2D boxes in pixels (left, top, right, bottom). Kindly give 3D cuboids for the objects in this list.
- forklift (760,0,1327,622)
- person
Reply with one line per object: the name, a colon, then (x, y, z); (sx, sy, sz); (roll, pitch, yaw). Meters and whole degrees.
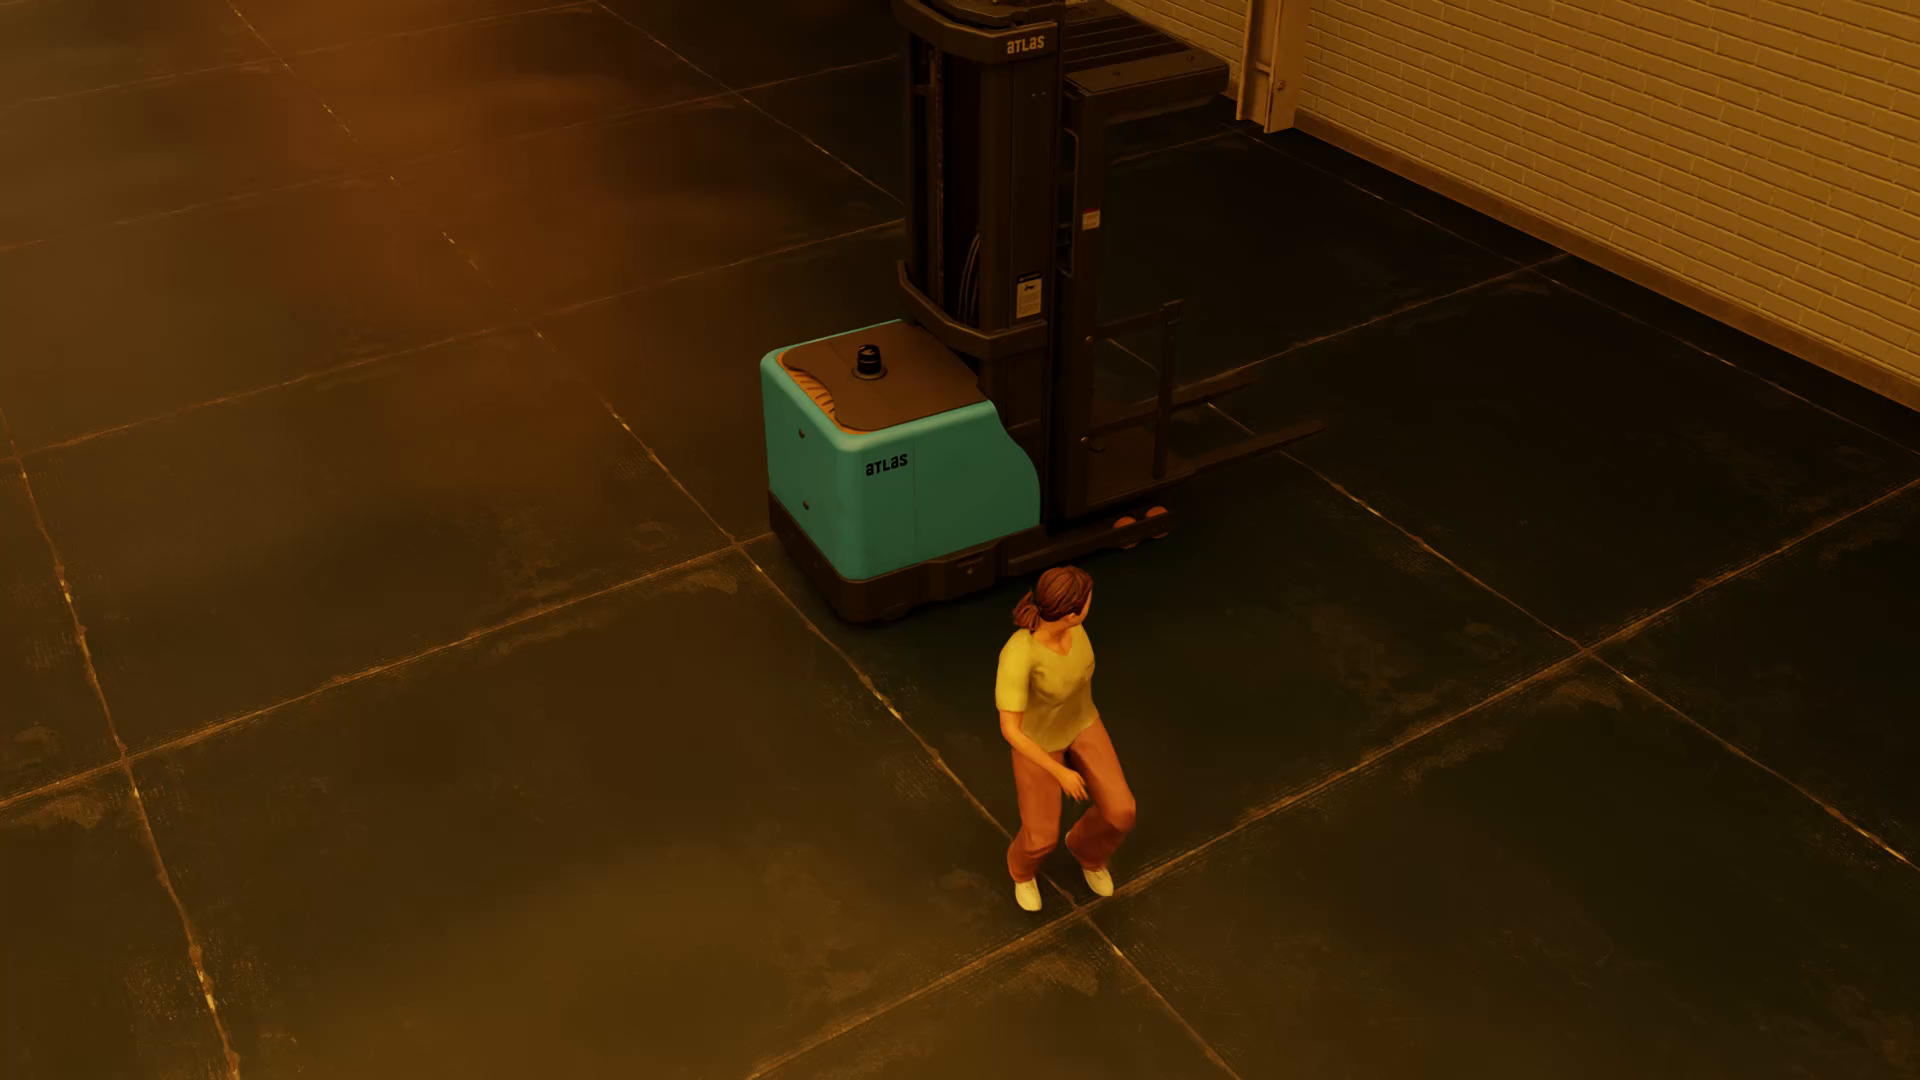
forklift: (0.549, -1.402, 8.143); (3.031, 2.935, 1.130); (-17, 39, -23)
person: (0.366, 0.742, 6.267); (0.632, 1.617, 0.664); (-20, 40, -25)
